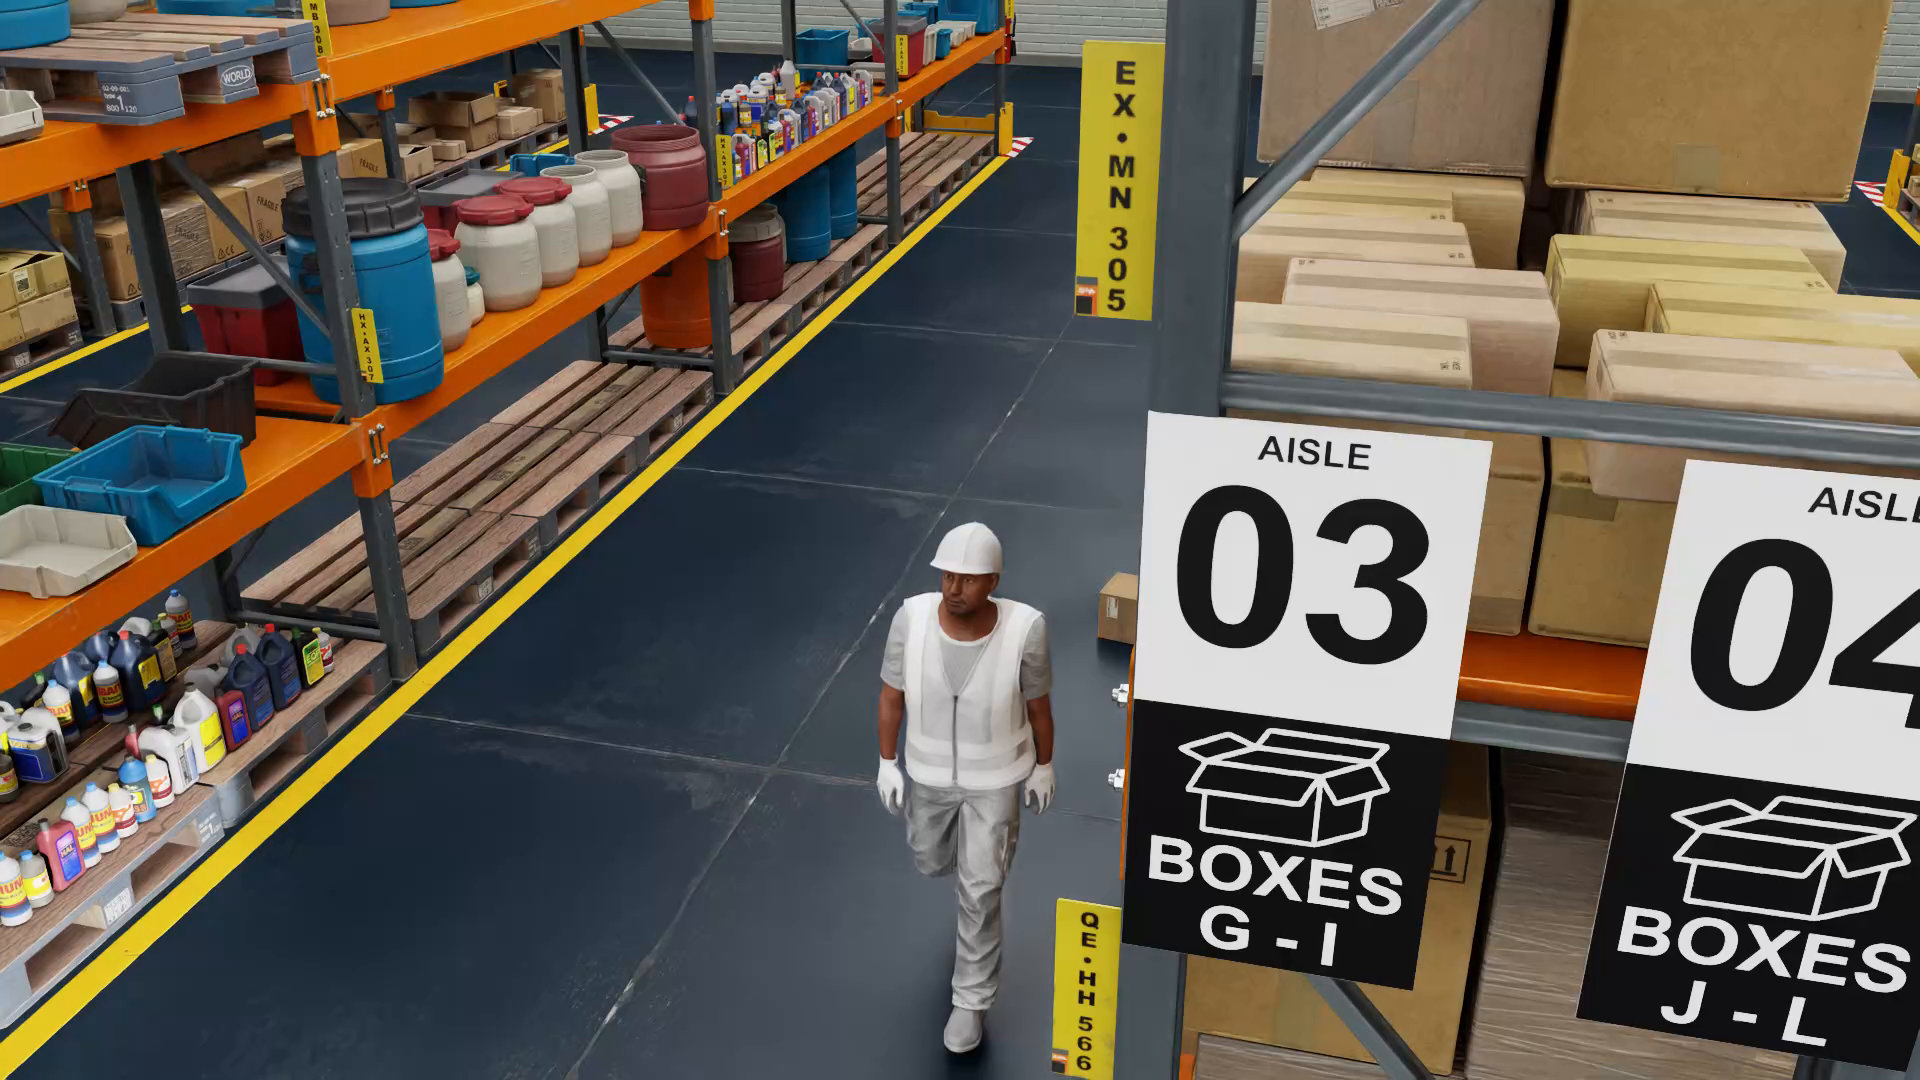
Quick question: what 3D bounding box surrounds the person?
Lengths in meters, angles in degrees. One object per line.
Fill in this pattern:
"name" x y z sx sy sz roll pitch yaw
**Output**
"person" 0.025 0.731 5.519 0.576 1.751 0.937 7 26 15
